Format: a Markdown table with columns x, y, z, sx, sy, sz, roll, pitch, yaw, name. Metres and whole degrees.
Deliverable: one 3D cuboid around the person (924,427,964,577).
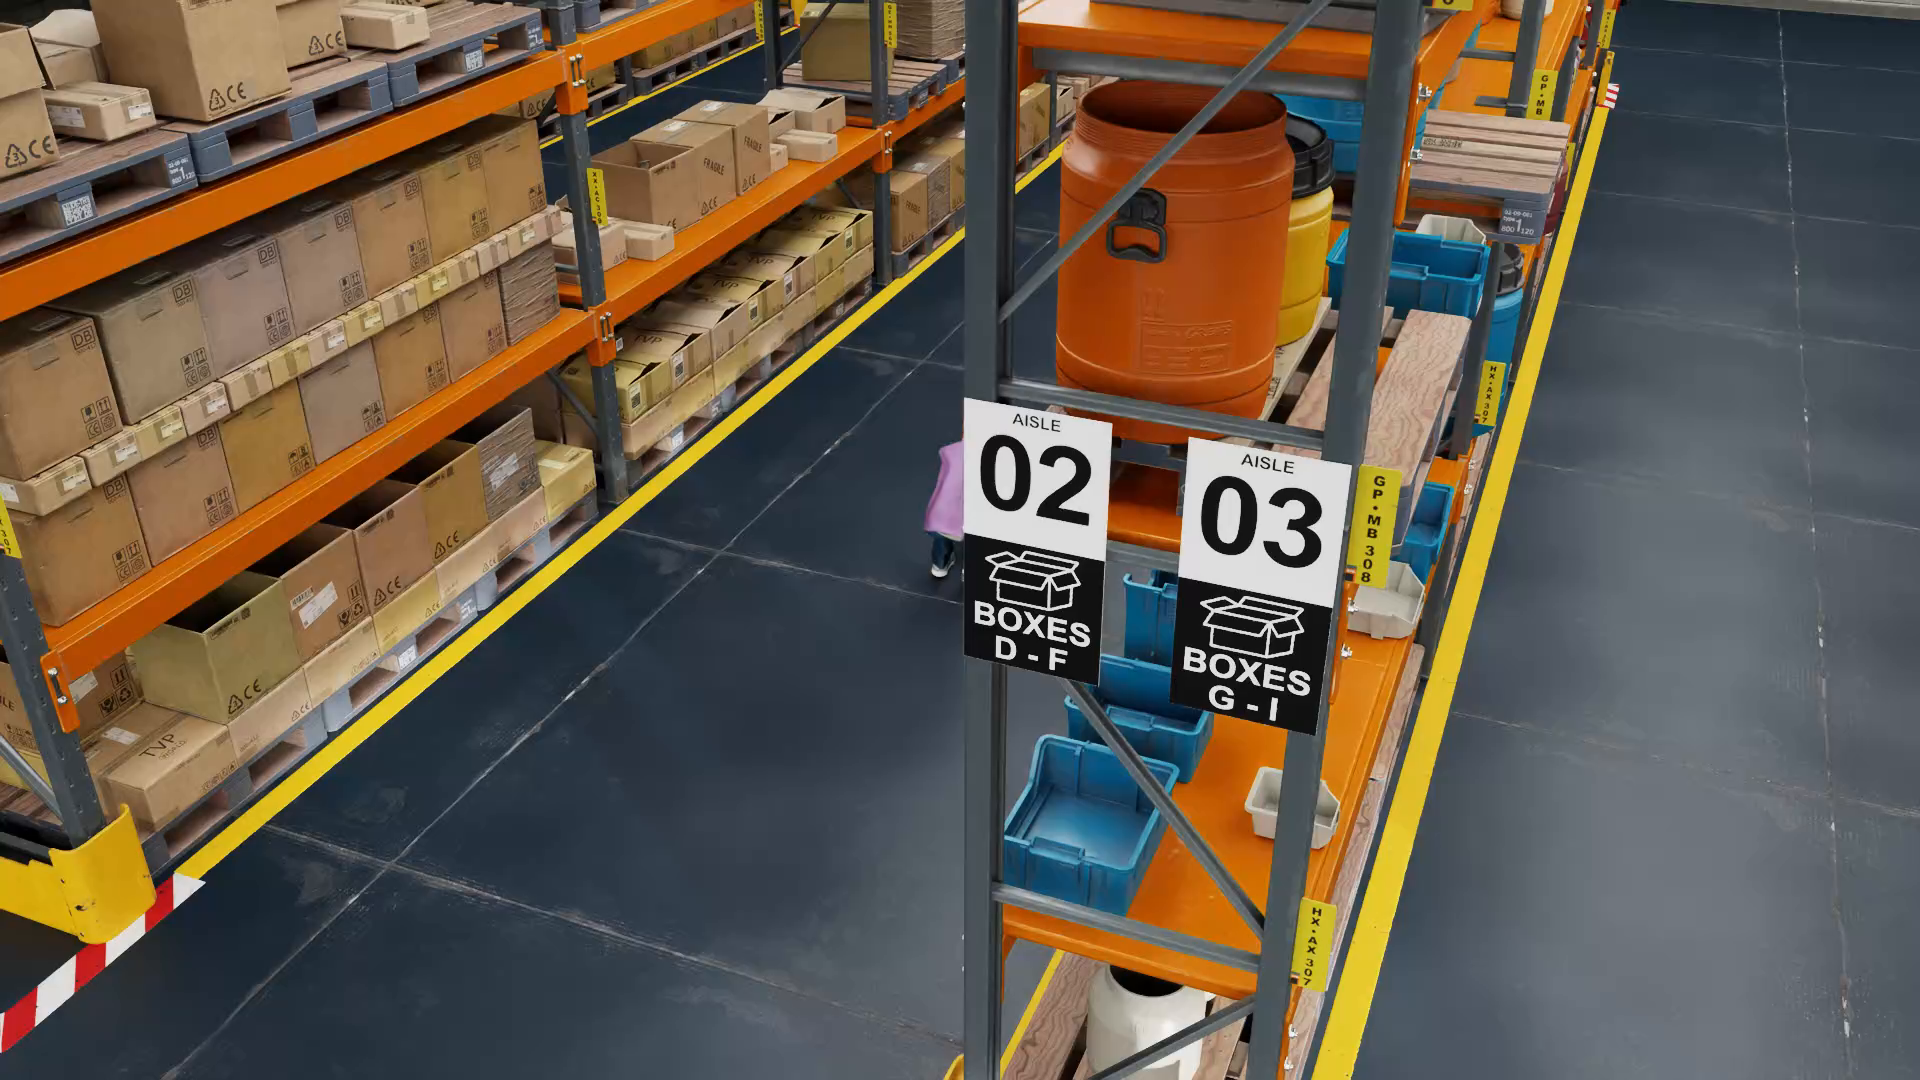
| x | y | z | sx | sy | sz | roll | pitch | yaw | name |
| --- | --- | --- | --- | --- | --- | --- | --- | --- | --- |
| 0.045 | -0.210 | 9.577 | 0.436 | 0.782 | 0.803 | 12 | 32 | 19 | person |
